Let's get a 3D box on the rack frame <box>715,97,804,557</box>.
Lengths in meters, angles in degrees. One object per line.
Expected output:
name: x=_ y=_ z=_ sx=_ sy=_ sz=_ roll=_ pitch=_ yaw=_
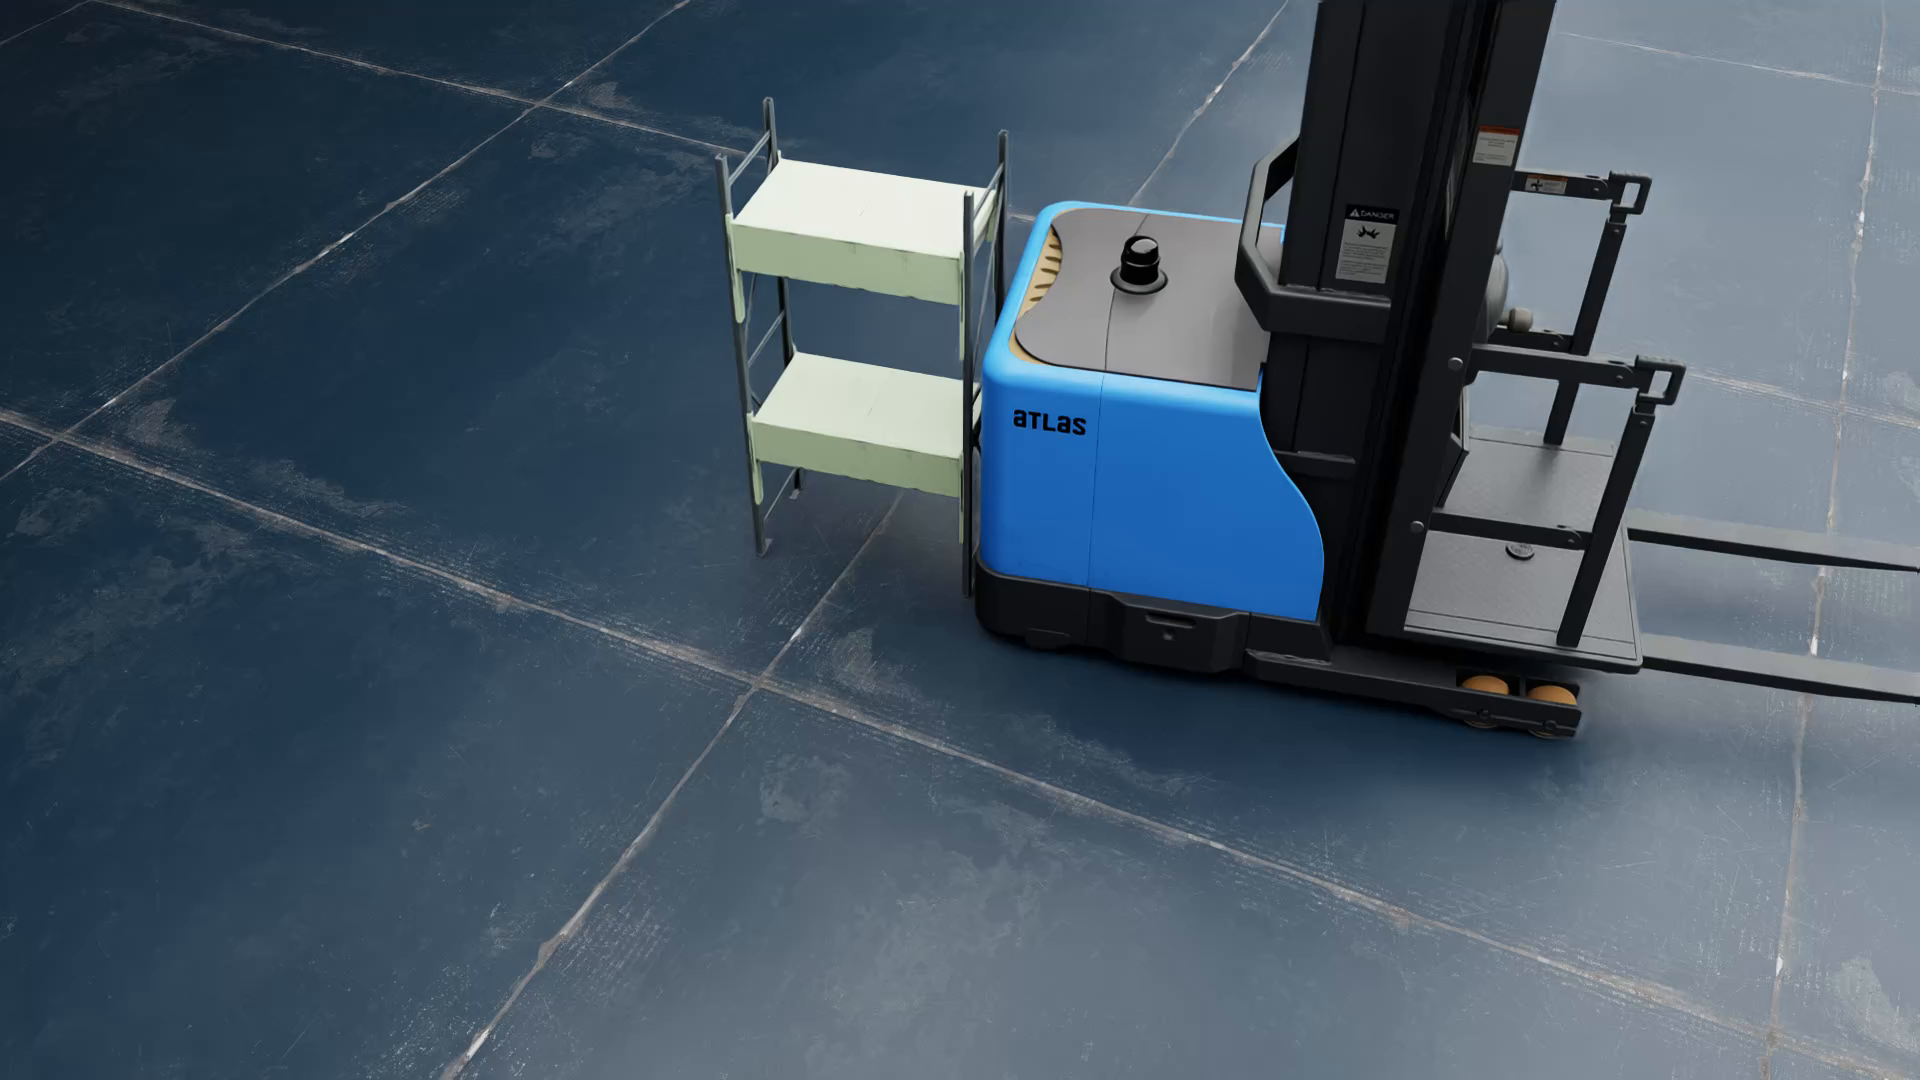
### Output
rack frame: x=-0.628 y=-0.636 z=5.338 sx=0.023 sy=1.500 sz=0.400 roll=11 pitch=42 yaw=12

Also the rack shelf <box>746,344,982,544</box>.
rack shelf: x=-0.276 y=-0.322 z=5.474 sx=0.720 sy=0.370 sz=0.431 roll=11 pitch=42 yaw=12

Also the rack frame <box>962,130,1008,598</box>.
rack frame: x=0.075 y=-0.500 z=5.182 sx=0.023 sy=1.500 sz=0.400 roll=11 pitch=42 yaw=12

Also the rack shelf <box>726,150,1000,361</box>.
rack shelf: x=-0.276 y=-0.863 z=5.004 sx=0.720 sy=0.370 sz=0.431 roll=11 pitch=42 yaw=12

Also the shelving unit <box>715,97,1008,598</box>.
shelving unit: x=-0.276 y=-0.568 z=5.260 sx=0.755 sy=1.500 sz=0.431 roll=11 pitch=42 yaw=12

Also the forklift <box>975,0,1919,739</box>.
forklift: x=1.621 y=-0.888 z=4.537 sx=3.031 sy=2.935 sz=1.130 roll=8 pitch=42 yaw=10
